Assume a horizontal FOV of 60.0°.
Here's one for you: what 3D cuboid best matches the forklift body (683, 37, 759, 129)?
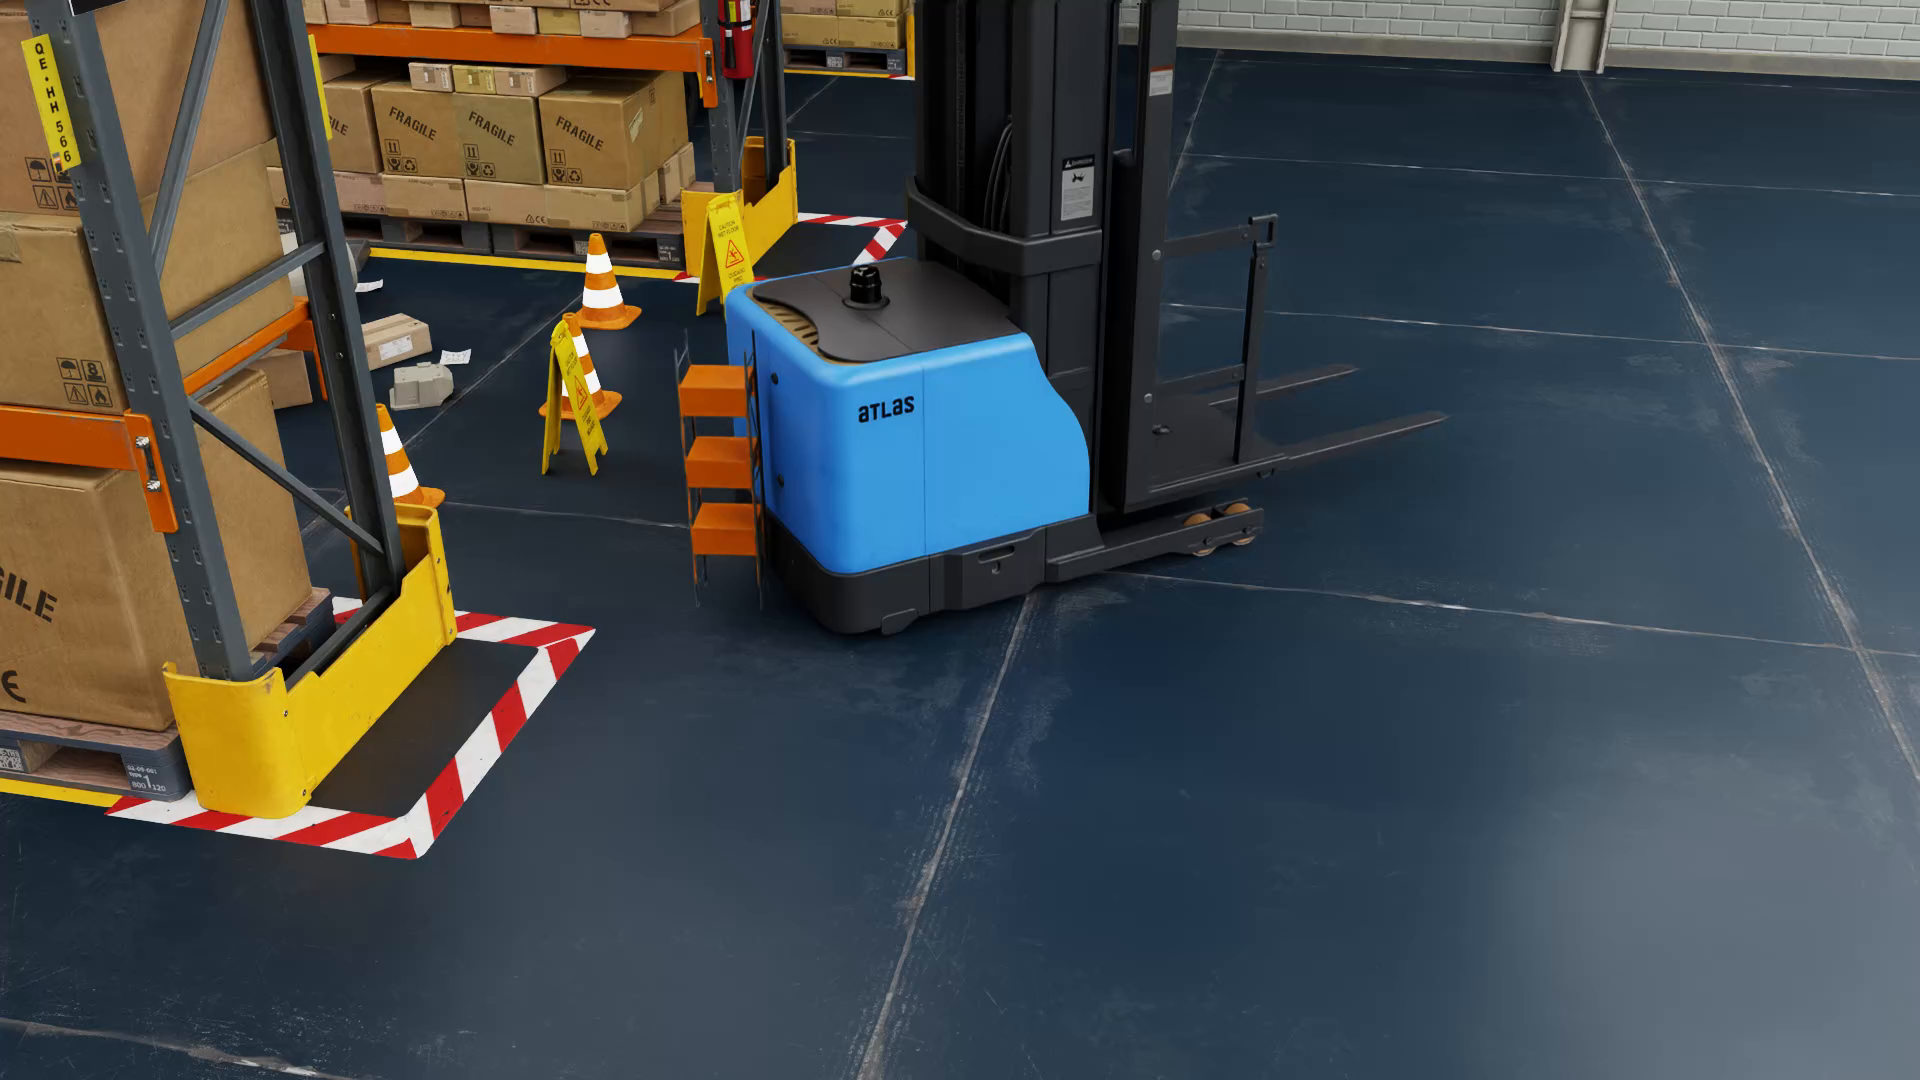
[{"bbox_3d":[-2.417,-4.363,12.480,1.214,2.155,2.313,6,29,11],"label":"forklift body"}]

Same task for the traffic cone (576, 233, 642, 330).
[{"bbox_3d":[-1.904,-1.395,8.817,0.334,0.463,0.336,6,29,11],"label":"traffic cone"}]

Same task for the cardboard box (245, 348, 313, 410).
[{"bbox_3d":[-3.461,-0.963,7.985,0.637,0.503,0.797,-14,32,-24],"label":"cardboard box"}]

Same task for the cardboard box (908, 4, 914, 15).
[{"bbox_3d":[-0.621,-4.521,14.311,0.500,0.250,0.500,6,29,11],"label":"cardboard box"}]

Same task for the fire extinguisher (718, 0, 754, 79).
[{"bbox_3d":[-1.199,-2.809,8.838,0.183,0.674,0.296,6,29,11],"label":"fire extinguisher"}]

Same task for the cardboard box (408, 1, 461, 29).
[{"bbox_3d":[-2.890,-2.993,9.355,0.250,0.149,0.380,6,29,10],"label":"cardboard box"}]

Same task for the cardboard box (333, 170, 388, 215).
[{"bbox_3d":[-3.562,-2.164,10.005,0.500,0.250,0.500,5,29,10],"label":"cardboard box"}]

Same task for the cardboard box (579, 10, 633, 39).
[{"bbox_3d":[-1.896,-2.871,9.132,0.250,0.149,0.380,6,29,10],"label":"cardboard box"}]

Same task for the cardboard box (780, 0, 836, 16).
[{"bbox_3d":[-1.211,-4.557,13.855,0.500,0.250,0.500,6,29,10],"label":"cardboard box"}]

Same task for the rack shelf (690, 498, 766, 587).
[{"bbox_3d":[-0.864,0.008,6.242,0.240,0.259,0.215,1,29,3],"label":"rack shelf"}]

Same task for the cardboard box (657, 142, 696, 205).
[{"bbox_3d":[-1.946,-2.260,10.180,0.500,0.250,0.500,6,29,10],"label":"cardboard box"}]

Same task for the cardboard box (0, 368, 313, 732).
[{"bbox_3d":[-2.826,-0.025,5.448,0.875,0.875,0.875,6,29,11],"label":"cardboard box"}]

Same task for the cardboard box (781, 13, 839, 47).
[{"bbox_3d":[-1.191,-4.333,13.968,0.500,0.250,0.500,6,29,11],"label":"cardboard box"}]

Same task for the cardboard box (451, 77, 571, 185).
[{"bbox_3d":[-2.564,-2.386,9.630,0.500,0.500,0.500,7,29,12],"label":"cardboard box"}]

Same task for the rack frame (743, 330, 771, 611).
[{"bbox_3d":[-0.742,-0.242,6.098,0.008,1.050,0.200,1,29,3],"label":"rack frame"}]

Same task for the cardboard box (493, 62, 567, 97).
[{"bbox_3d":[-2.426,-2.625,9.392,0.250,0.149,0.380,7,29,12],"label":"cardboard box"}]

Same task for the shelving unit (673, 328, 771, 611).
[{"bbox_3d":[-0.864,-0.245,6.104,0.252,1.050,0.215,1,29,3],"label":"shelving unit"}]

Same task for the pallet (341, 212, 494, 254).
[{"bbox_3d":[-3.265,-2.077,10.323,1.213,0.211,1.003,6,29,11],"label":"pallet"}]

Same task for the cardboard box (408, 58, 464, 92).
[{"bbox_3d":[-2.928,-2.679,9.490,0.250,0.149,0.380,7,29,13],"label":"cardboard box"}]

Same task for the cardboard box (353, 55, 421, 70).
[{"bbox_3d":[-3.495,-2.745,10.285,0.500,0.500,0.500,7,30,13],"label":"cardboard box"}]

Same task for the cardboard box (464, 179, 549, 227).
[{"bbox_3d":[-2.566,-2.059,9.814,0.500,0.250,0.500,6,29,11],"label":"cardboard box"}]

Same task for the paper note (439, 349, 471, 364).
[{"bbox_3d":[-2.555,-0.928,8.414,0.142,0.019,0.148,-4,29,-7],"label":"paper note"}]

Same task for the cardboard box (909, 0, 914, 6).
[{"bbox_3d":[-0.598,-4.744,14.198,0.500,0.250,0.500,6,29,11],"label":"cardboard box"}]

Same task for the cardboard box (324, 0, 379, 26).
[{"bbox_3d":[-3.384,-3.035,9.431,0.250,0.149,0.380,6,29,10],"label":"cardboard box"}]

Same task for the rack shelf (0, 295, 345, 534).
[{"bbox_3d":[-4.105,-0.621,5.510,4.000,0.370,1.077,6,29,11],"label":"rack shelf"}]

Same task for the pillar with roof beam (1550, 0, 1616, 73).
[{"bbox_3d":[4.294,-5.903,8.162,0.400,9.000,9.100,6,29,11],"label":"pillar with roof beam"}]

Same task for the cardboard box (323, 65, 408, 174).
[{"bbox_3d":[-3.573,-2.492,9.823,0.500,0.500,0.500,7,30,13],"label":"cardboard box"}]

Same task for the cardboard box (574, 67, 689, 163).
[{"bbox_3d":[-1.969,-2.591,10.004,0.500,0.500,0.500,5,29,9],"label":"cardboard box"}]

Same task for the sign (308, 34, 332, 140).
[{"bbox_3d":[-2.028,-1.410,5.219,0.005,0.325,0.100,6,29,11],"label":"sign"}]

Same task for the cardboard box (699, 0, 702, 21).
[{"bbox_3d":[-1.504,-3.092,9.535,0.250,0.149,0.380,6,29,11],"label":"cardboard box"}]

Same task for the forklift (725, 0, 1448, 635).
[{"bbox_3d":[0.646,-1.430,6.309,3.031,2.935,1.130,-14,32,-24],"label":"forklift"}]

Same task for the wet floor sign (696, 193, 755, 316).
[{"bbox_3d":[-1.252,-1.516,8.848,0.232,0.644,0.267,17,33,28],"label":"wet floor sign"}]

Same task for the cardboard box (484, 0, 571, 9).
[{"bbox_3d":[-2.292,-3.222,9.099,0.500,0.500,0.500,6,29,11],"label":"cardboard box"}]

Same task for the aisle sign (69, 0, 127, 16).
[{"bbox_3d":[-2.143,-1.728,4.076,0.004,0.787,0.394,6,29,11],"label":"aisle sign"}]

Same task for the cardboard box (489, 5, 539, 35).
[{"bbox_3d":[-2.400,-2.918,9.218,0.250,0.149,0.380,6,29,11],"label":"cardboard box"}]

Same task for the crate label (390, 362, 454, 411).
[{"bbox_3d":[-2.586,-0.747,7.971,0.298,0.136,0.250,-9,30,-16],"label":"crate label"}]

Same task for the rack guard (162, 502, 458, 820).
[{"bbox_3d":[-2.126,0.363,5.567,0.348,0.500,1.175,6,29,11],"label":"rack guard"}]

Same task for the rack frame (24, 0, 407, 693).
[{"bbox_3d":[-2.149,-0.736,4.971,0.127,3.000,1.000,6,29,11],"label":"rack frame"}]

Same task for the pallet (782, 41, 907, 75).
[{"bbox_3d":[-0.938,-4.236,14.268,1.213,0.211,1.003,6,29,11],"label":"pallet"}]

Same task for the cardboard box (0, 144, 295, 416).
[{"bbox_3d":[-2.522,-0.818,4.964,0.550,0.550,0.875,6,29,11],"label":"cardboard box"}]
